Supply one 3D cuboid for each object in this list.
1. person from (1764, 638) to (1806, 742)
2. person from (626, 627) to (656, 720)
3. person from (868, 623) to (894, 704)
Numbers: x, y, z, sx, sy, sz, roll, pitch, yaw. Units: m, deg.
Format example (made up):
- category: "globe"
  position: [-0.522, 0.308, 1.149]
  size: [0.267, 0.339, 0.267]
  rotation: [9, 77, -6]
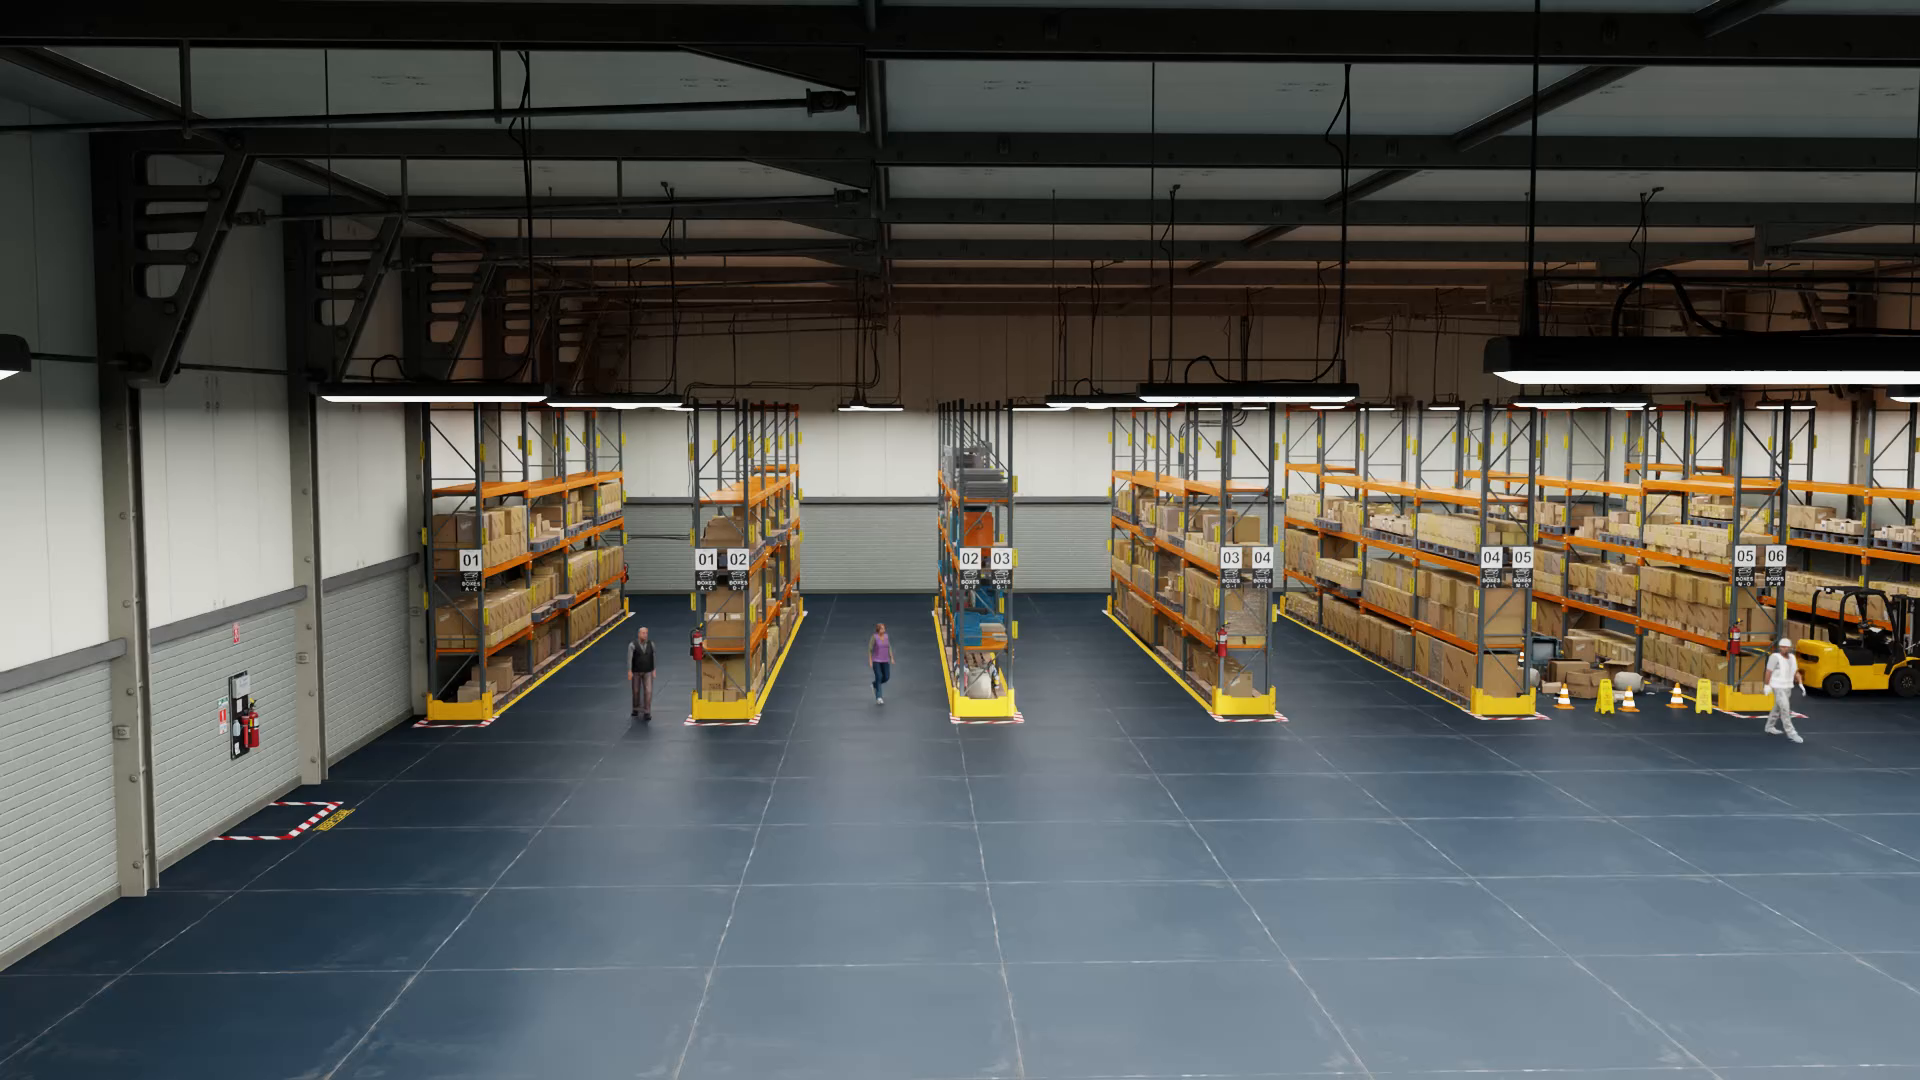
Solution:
- category: "person"
  position: [14.539, 2.605, 29.272]
  size: [0.580, 1.760, 0.884]
  rotation: [-2, 5, -23]
- category: "person"
  position: [-5.959, 2.494, 31.174]
  size: [0.574, 1.700, 0.786]
  rotation: [-2, 5, -20]
- category: "person"
  position: [-1.587, 2.416, 33.017]
  size: [0.522, 1.583, 0.673]
  rotation: [-2, 5, -30]
